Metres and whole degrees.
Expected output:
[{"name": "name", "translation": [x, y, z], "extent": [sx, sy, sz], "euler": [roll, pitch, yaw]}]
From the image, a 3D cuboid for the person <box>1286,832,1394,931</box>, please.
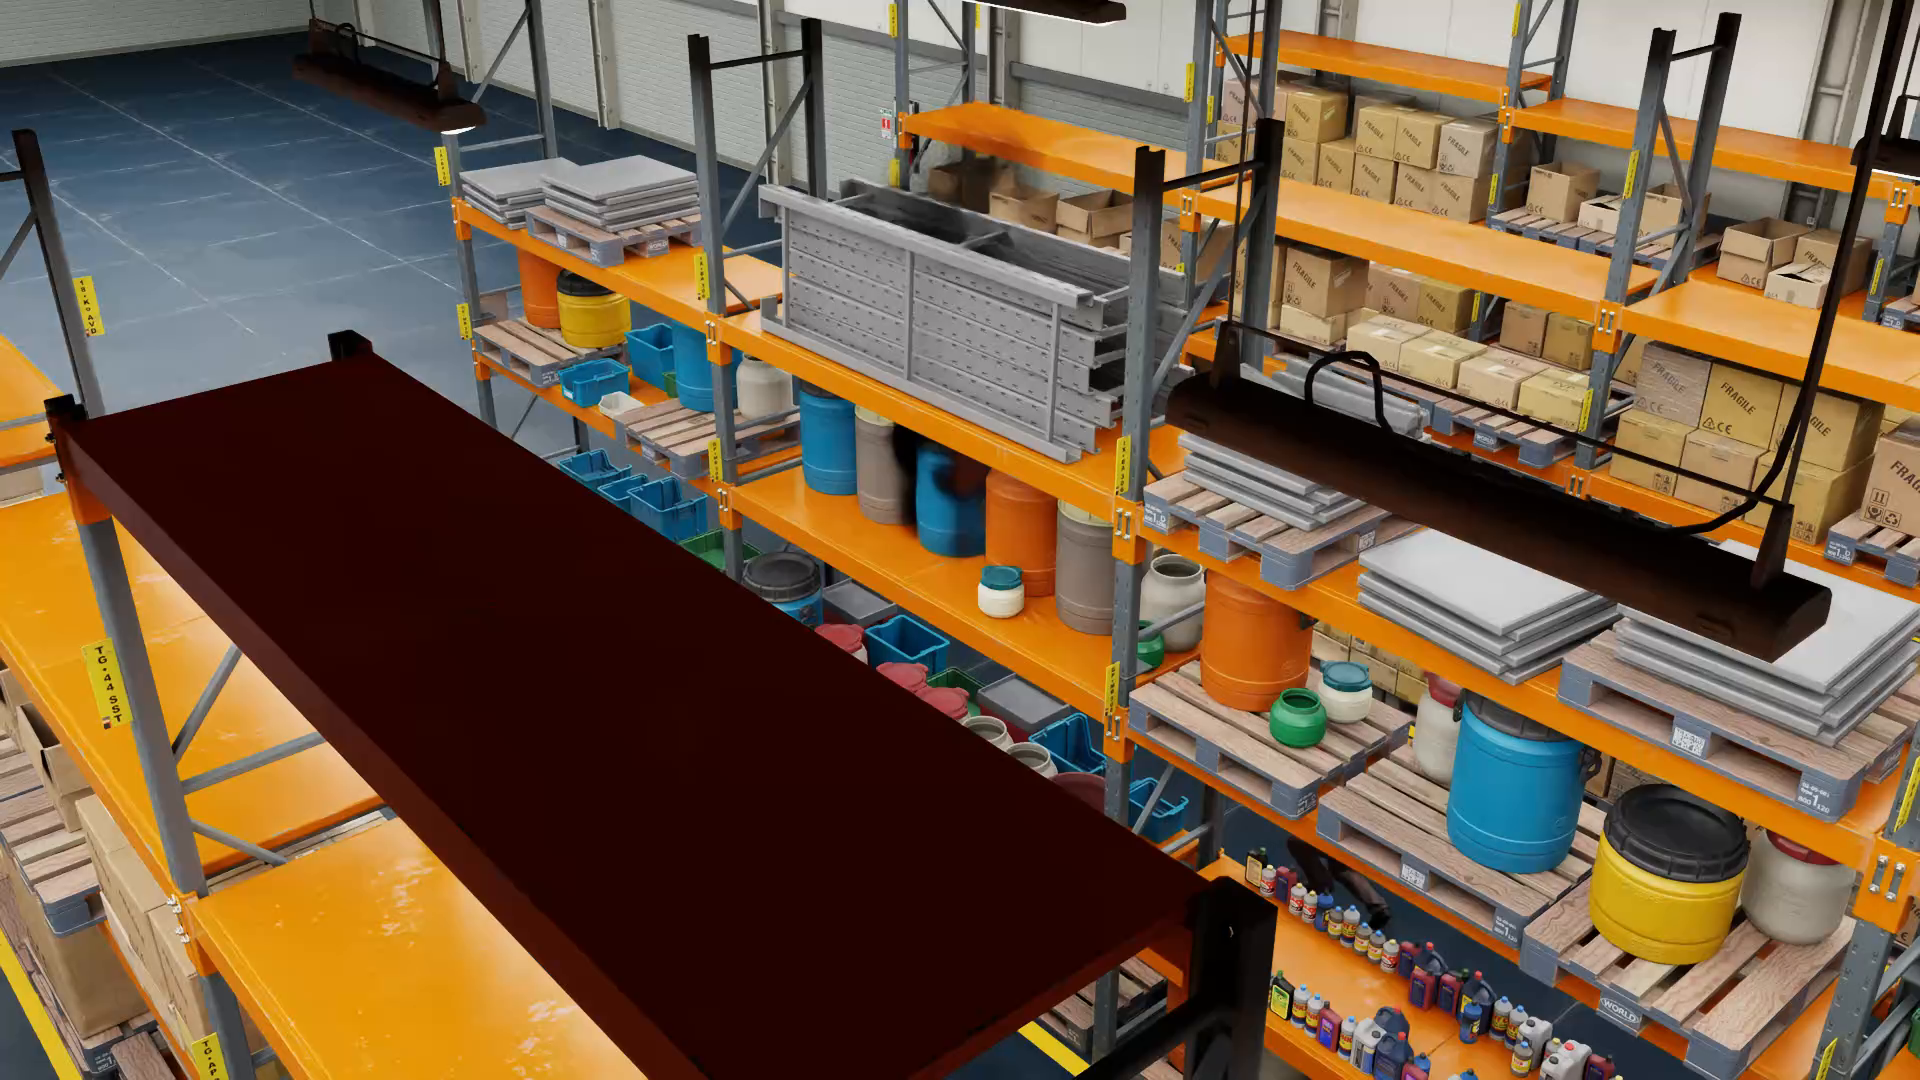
[{"name": "person", "translation": [2.650, 1.998, 11.484], "extent": [0.684, 1.564, 0.857], "euler": [-23, 35, -38]}]
